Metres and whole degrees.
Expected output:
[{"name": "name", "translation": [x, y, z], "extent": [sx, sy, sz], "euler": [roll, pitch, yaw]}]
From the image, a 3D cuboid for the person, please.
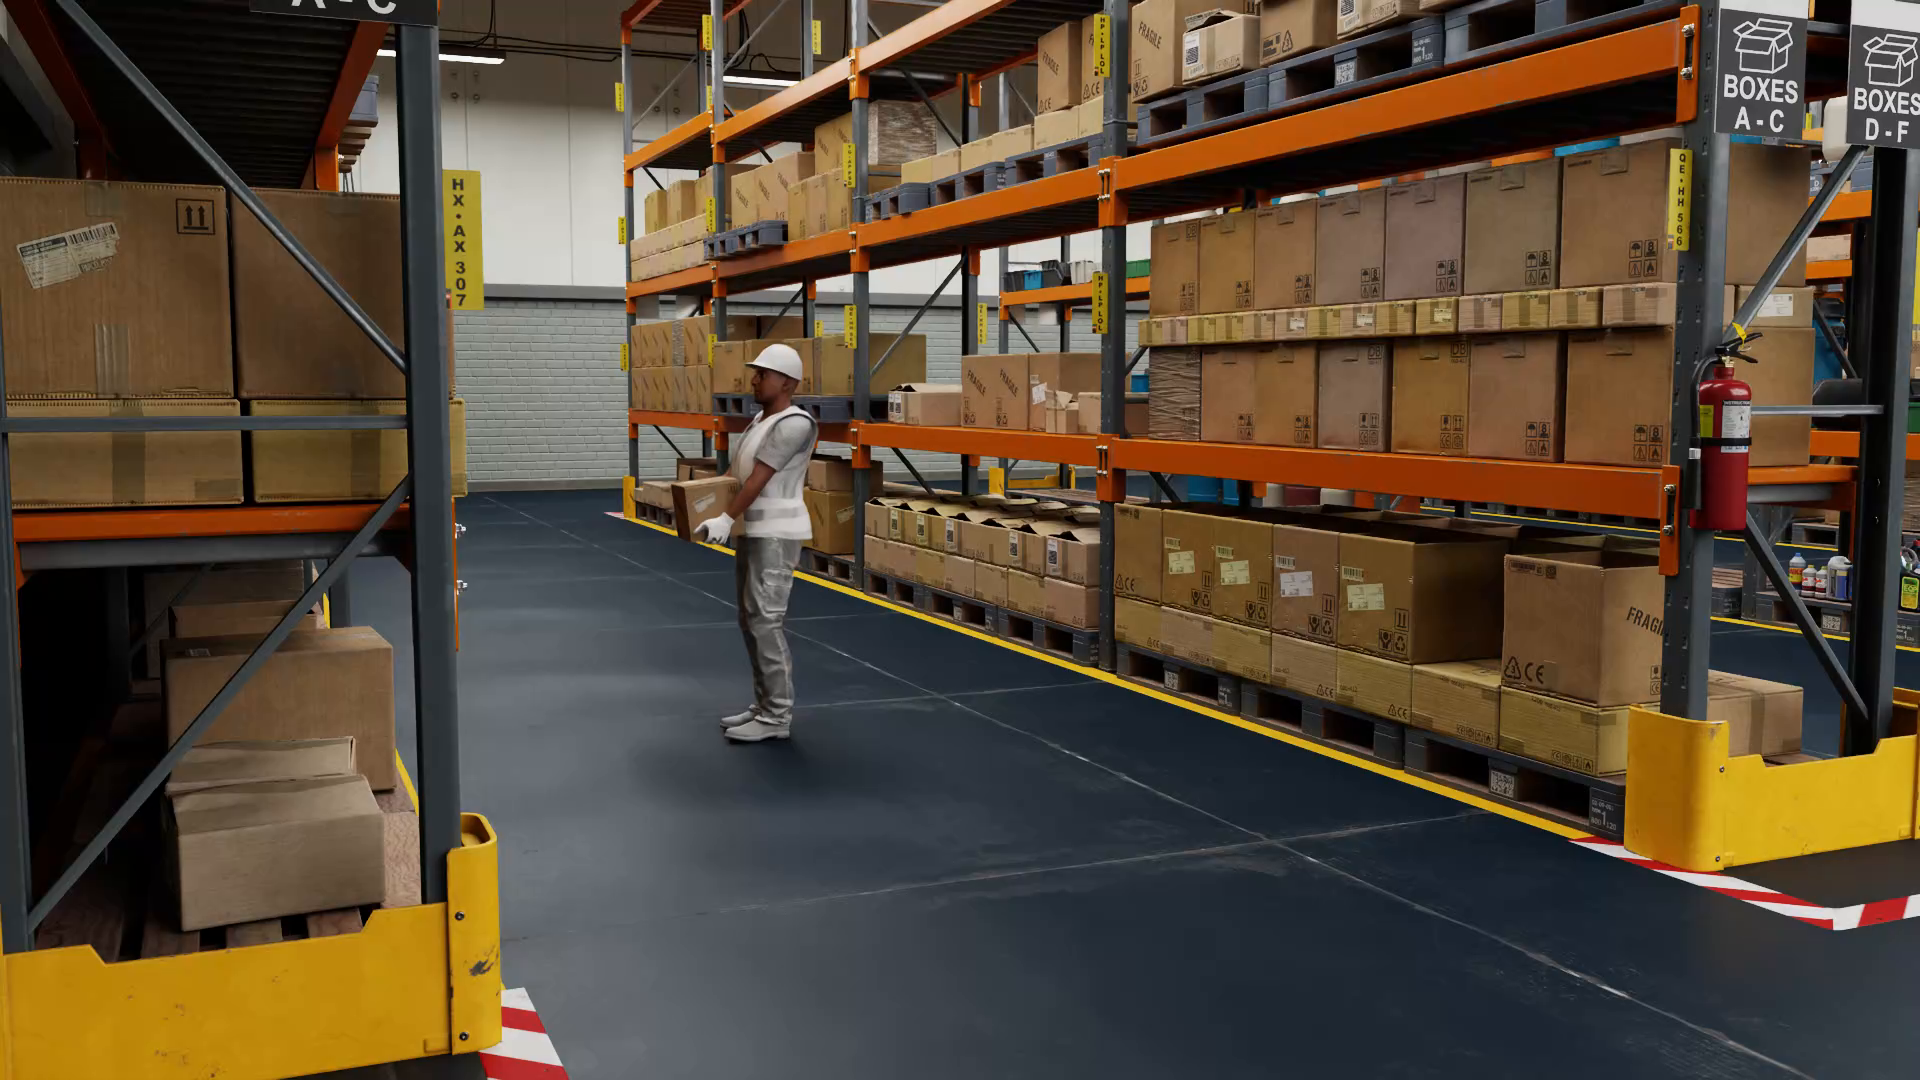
[{"name": "person", "translation": [-0.955, 0.009, 7.517], "extent": [0.571, 1.779, 0.488], "euler": [-2, 6, -23]}]
